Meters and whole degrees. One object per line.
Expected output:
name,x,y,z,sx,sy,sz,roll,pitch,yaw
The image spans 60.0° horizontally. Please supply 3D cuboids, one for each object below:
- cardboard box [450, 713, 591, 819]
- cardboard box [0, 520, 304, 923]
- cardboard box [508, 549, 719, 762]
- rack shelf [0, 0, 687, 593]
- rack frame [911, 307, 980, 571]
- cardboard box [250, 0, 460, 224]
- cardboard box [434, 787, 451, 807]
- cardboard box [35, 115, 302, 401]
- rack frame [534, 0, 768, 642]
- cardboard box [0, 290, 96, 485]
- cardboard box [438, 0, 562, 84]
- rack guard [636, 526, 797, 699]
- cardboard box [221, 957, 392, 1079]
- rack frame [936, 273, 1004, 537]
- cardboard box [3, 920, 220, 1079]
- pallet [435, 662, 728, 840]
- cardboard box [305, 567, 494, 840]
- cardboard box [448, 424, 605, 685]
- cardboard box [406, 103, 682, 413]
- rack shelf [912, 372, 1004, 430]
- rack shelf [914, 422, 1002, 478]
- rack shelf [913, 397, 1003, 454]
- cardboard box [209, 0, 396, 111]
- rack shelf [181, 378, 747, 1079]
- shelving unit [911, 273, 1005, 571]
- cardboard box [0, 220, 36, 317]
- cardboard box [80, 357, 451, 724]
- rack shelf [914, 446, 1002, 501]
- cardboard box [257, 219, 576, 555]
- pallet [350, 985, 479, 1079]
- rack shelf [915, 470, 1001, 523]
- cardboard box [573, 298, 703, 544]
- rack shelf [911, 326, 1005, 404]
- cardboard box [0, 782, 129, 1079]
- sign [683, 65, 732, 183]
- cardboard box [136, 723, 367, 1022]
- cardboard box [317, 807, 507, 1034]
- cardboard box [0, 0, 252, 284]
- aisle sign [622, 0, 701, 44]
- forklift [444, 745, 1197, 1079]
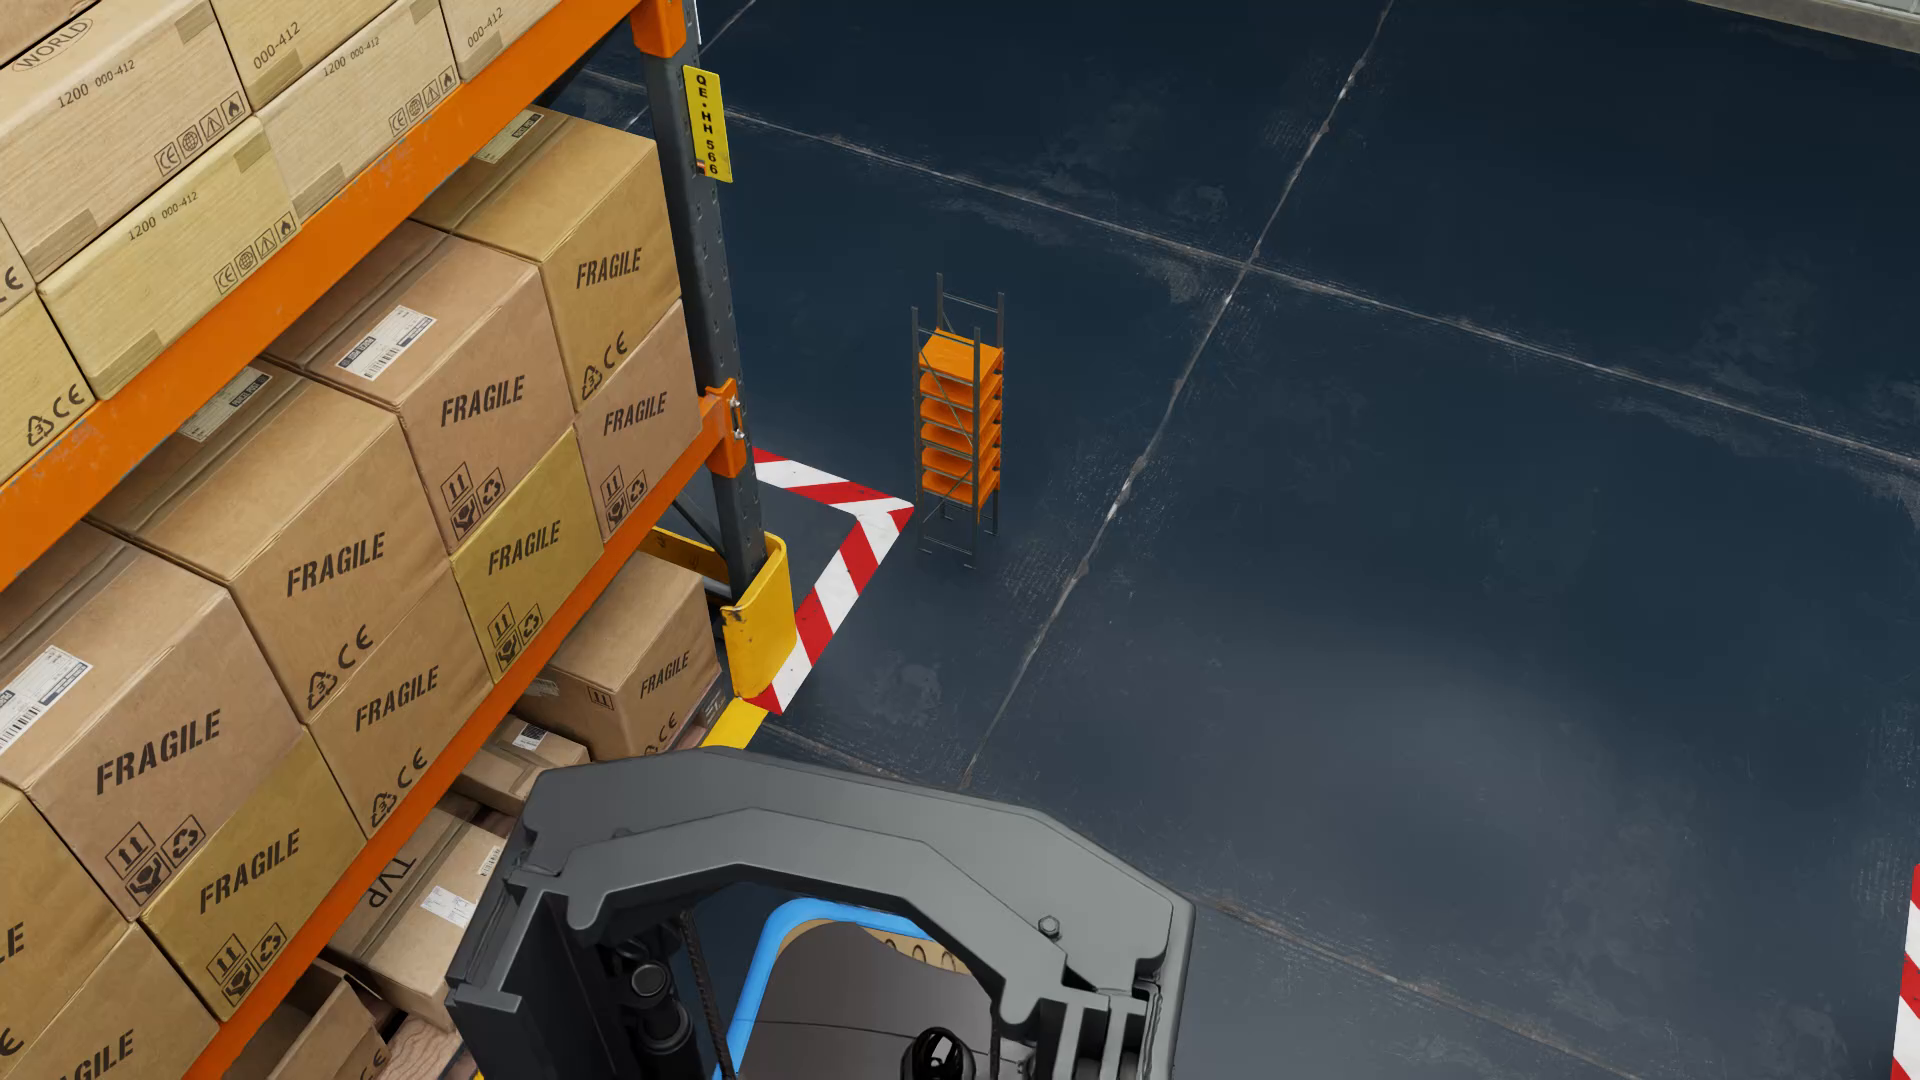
cardboard box,-1.394,0.715,5.243,0.380,0.166,0.250,20,52,16
cardboard box,-1.723,0.335,3.273,0.500,0.500,0.500,21,53,17
cardboard box,-1.139,0.358,5.329,0.500,0.500,0.500,20,52,16
rack shelf,-1.984,-0.126,2.891,1.077,0.370,4.000,20,52,16
rack frame,-0.045,-0.316,5.731,0.240,1.200,0.006,20,52,16
cardboard box,-1.334,-0.908,3.182,0.500,0.250,0.500,20,52,16
cardboard box,-1.832,0.611,5.278,0.500,0.250,0.500,20,52,16
cardboard box,-1.536,-0.559,2.885,0.500,0.250,0.500,20,52,16
rack frame,-1.130,-0.764,4.931,1.000,3.000,0.127,20,52,16
cardboard box,-1.764,-0.220,2.597,0.500,0.250,0.500,20,52,16
cardboard box,-1.111,-1.248,3.472,0.500,0.250,0.500,20,52,16
rack guard,-1.162,0.098,5.838,1.175,0.500,0.348,20,52,16
cardboard box,-2.041,1.361,4.473,0.797,0.503,0.637,20,52,16
rack frame,0.033,-0.442,5.838,0.240,1.200,0.006,20,52,16
cardboard box,-1.943,0.998,3.366,0.500,0.500,0.500,20,52,16
pallet,-1.502,0.741,5.481,1.003,0.211,1.213,20,52,16
cardboard box,-1.512,0.300,3.959,0.500,0.500,0.500,20,53,16
cardboard box,-1.293,-0.041,4.250,0.500,0.500,0.500,20,53,16
cardboard box,-1.071,-0.725,4.175,0.500,0.500,0.500,19,52,16
rack shelf,-0.006,-0.506,5.636,0.258,0.103,0.180,20,52,16
rack shelf,-0.006,-0.350,5.818,0.258,0.103,0.180,20,52,16
rack shelf,-0.006,-0.428,5.727,0.258,0.103,0.180,20,52,16
cardboard box,-1.332,-1.069,2.991,0.500,0.250,0.500,20,52,16
rack shelf,-1.984,0.846,4.033,1.077,0.370,4.000,20,52,16
shelving unit,-0.006,-0.379,5.785,0.258,1.200,0.189,20,52,16
cardboard box,-1.757,-0.379,2.404,0.500,0.250,0.500,20,52,16
cardboard box,-1.504,-0.018,3.574,0.500,0.500,0.500,21,53,17
rack shelf,-0.006,-0.272,5.910,0.258,0.103,0.180,20,52,16
cardboard box,-1.286,-0.377,3.879,0.500,0.500,0.500,21,53,17
pallet,-2.024,1.578,4.769,1.003,0.211,1.213,20,52,16
rack shelf,-0.006,-0.195,6.001,0.258,0.103,0.180,20,52,16
cardboard box,-1.075,-0.400,4.555,0.500,0.500,0.500,21,53,17
rack shelf,-0.006,-0.583,5.544,0.258,0.103,0.180,20,52,16
cardboard box,-1.943,0.691,2.970,0.500,0.500,0.500,18,52,15
sign,-0.636,-1.048,4.204,0.100,0.325,0.005,20,52,16
cardboard box,-1.727,0.647,3.664,0.500,0.500,0.500,19,52,16
cardboard box,-1.572,1.083,4.875,0.500,0.250,0.500,20,52,16
cardboard box,-1.549,-0.726,2.699,0.500,0.250,0.500,20,52,16
aisle sign,-0.824,-1.554,3.896,0.394,0.787,0.004,20,52,16
forklift,-0.302,1.797,2.797,1.130,2.935,3.031,10,50,8
